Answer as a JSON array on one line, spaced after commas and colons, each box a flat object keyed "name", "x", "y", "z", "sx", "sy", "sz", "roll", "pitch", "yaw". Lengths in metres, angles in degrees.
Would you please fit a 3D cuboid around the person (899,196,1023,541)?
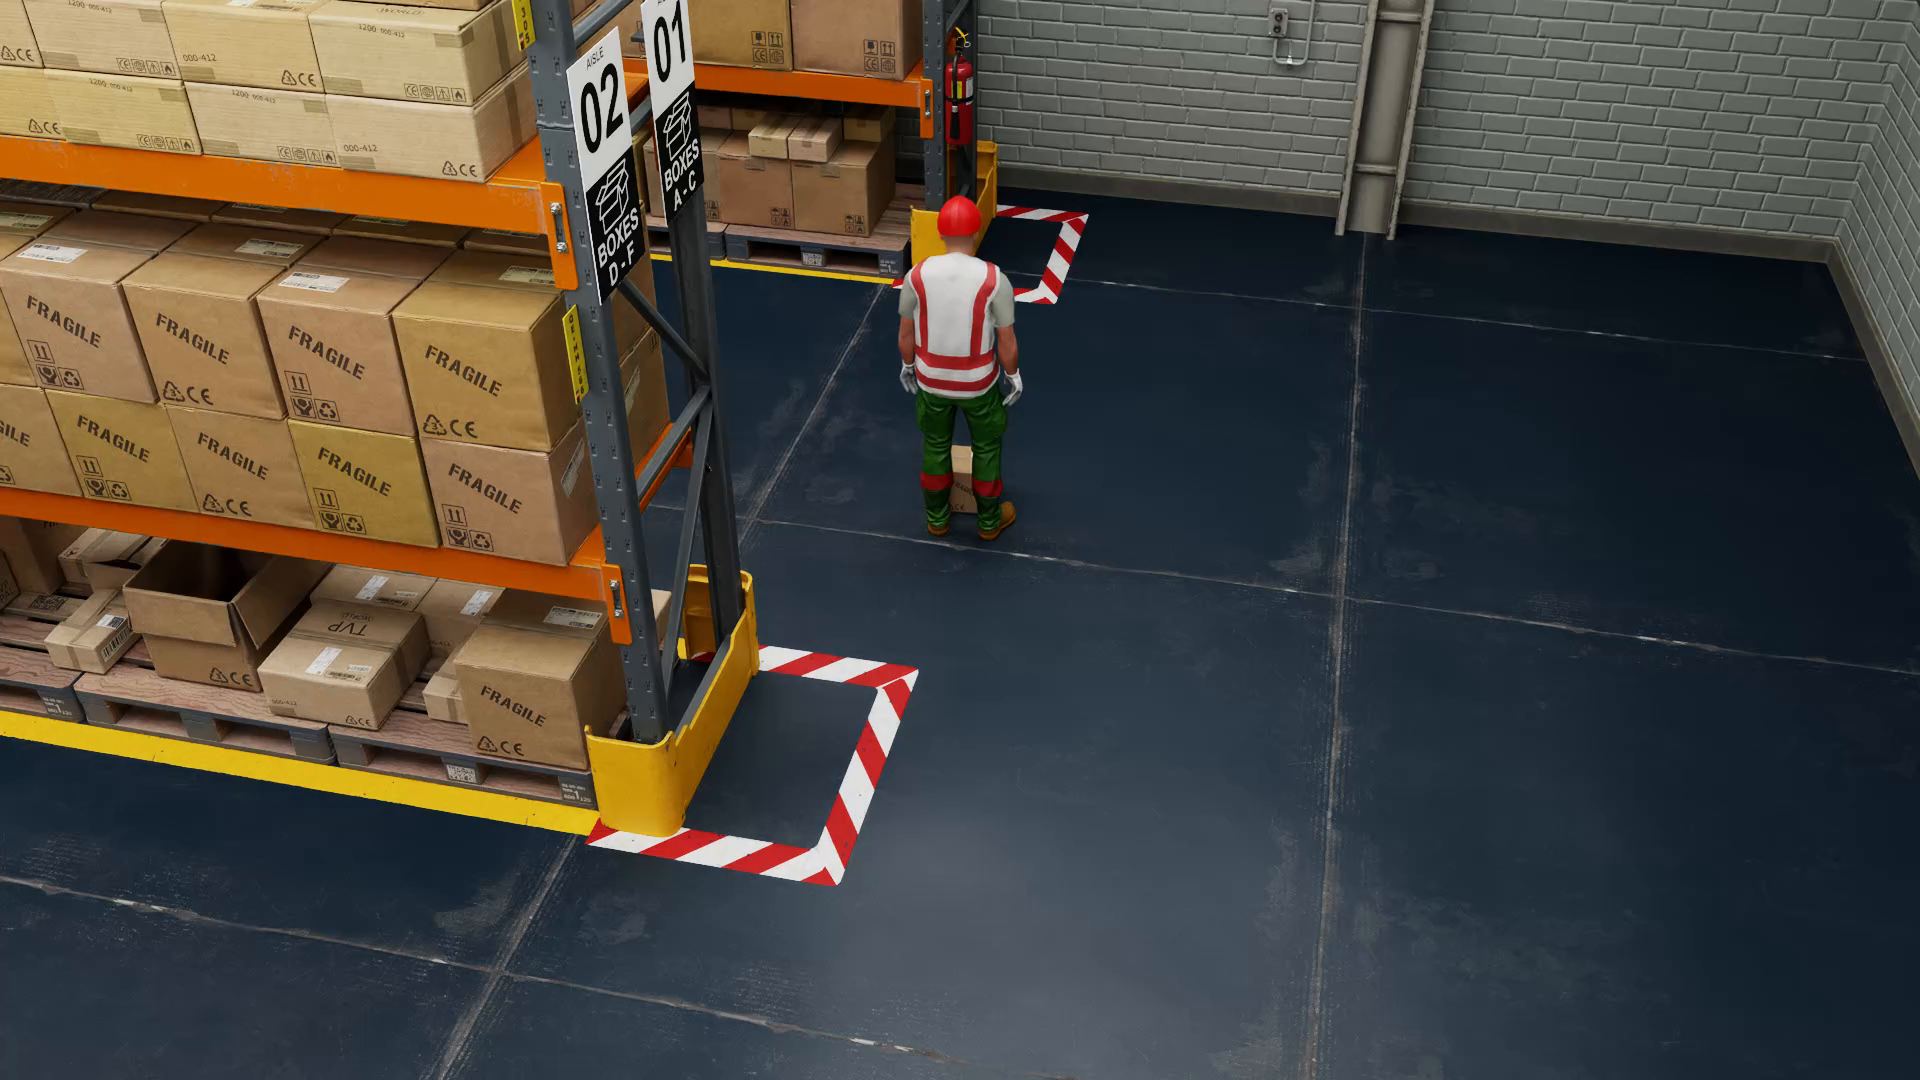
[{"name": "person", "x": 0.003, "y": -0.800, "z": 8.044, "sx": 0.607, "sy": 1.780, "sz": 0.449, "roll": 7, "pitch": 37, "yaw": 10}]
